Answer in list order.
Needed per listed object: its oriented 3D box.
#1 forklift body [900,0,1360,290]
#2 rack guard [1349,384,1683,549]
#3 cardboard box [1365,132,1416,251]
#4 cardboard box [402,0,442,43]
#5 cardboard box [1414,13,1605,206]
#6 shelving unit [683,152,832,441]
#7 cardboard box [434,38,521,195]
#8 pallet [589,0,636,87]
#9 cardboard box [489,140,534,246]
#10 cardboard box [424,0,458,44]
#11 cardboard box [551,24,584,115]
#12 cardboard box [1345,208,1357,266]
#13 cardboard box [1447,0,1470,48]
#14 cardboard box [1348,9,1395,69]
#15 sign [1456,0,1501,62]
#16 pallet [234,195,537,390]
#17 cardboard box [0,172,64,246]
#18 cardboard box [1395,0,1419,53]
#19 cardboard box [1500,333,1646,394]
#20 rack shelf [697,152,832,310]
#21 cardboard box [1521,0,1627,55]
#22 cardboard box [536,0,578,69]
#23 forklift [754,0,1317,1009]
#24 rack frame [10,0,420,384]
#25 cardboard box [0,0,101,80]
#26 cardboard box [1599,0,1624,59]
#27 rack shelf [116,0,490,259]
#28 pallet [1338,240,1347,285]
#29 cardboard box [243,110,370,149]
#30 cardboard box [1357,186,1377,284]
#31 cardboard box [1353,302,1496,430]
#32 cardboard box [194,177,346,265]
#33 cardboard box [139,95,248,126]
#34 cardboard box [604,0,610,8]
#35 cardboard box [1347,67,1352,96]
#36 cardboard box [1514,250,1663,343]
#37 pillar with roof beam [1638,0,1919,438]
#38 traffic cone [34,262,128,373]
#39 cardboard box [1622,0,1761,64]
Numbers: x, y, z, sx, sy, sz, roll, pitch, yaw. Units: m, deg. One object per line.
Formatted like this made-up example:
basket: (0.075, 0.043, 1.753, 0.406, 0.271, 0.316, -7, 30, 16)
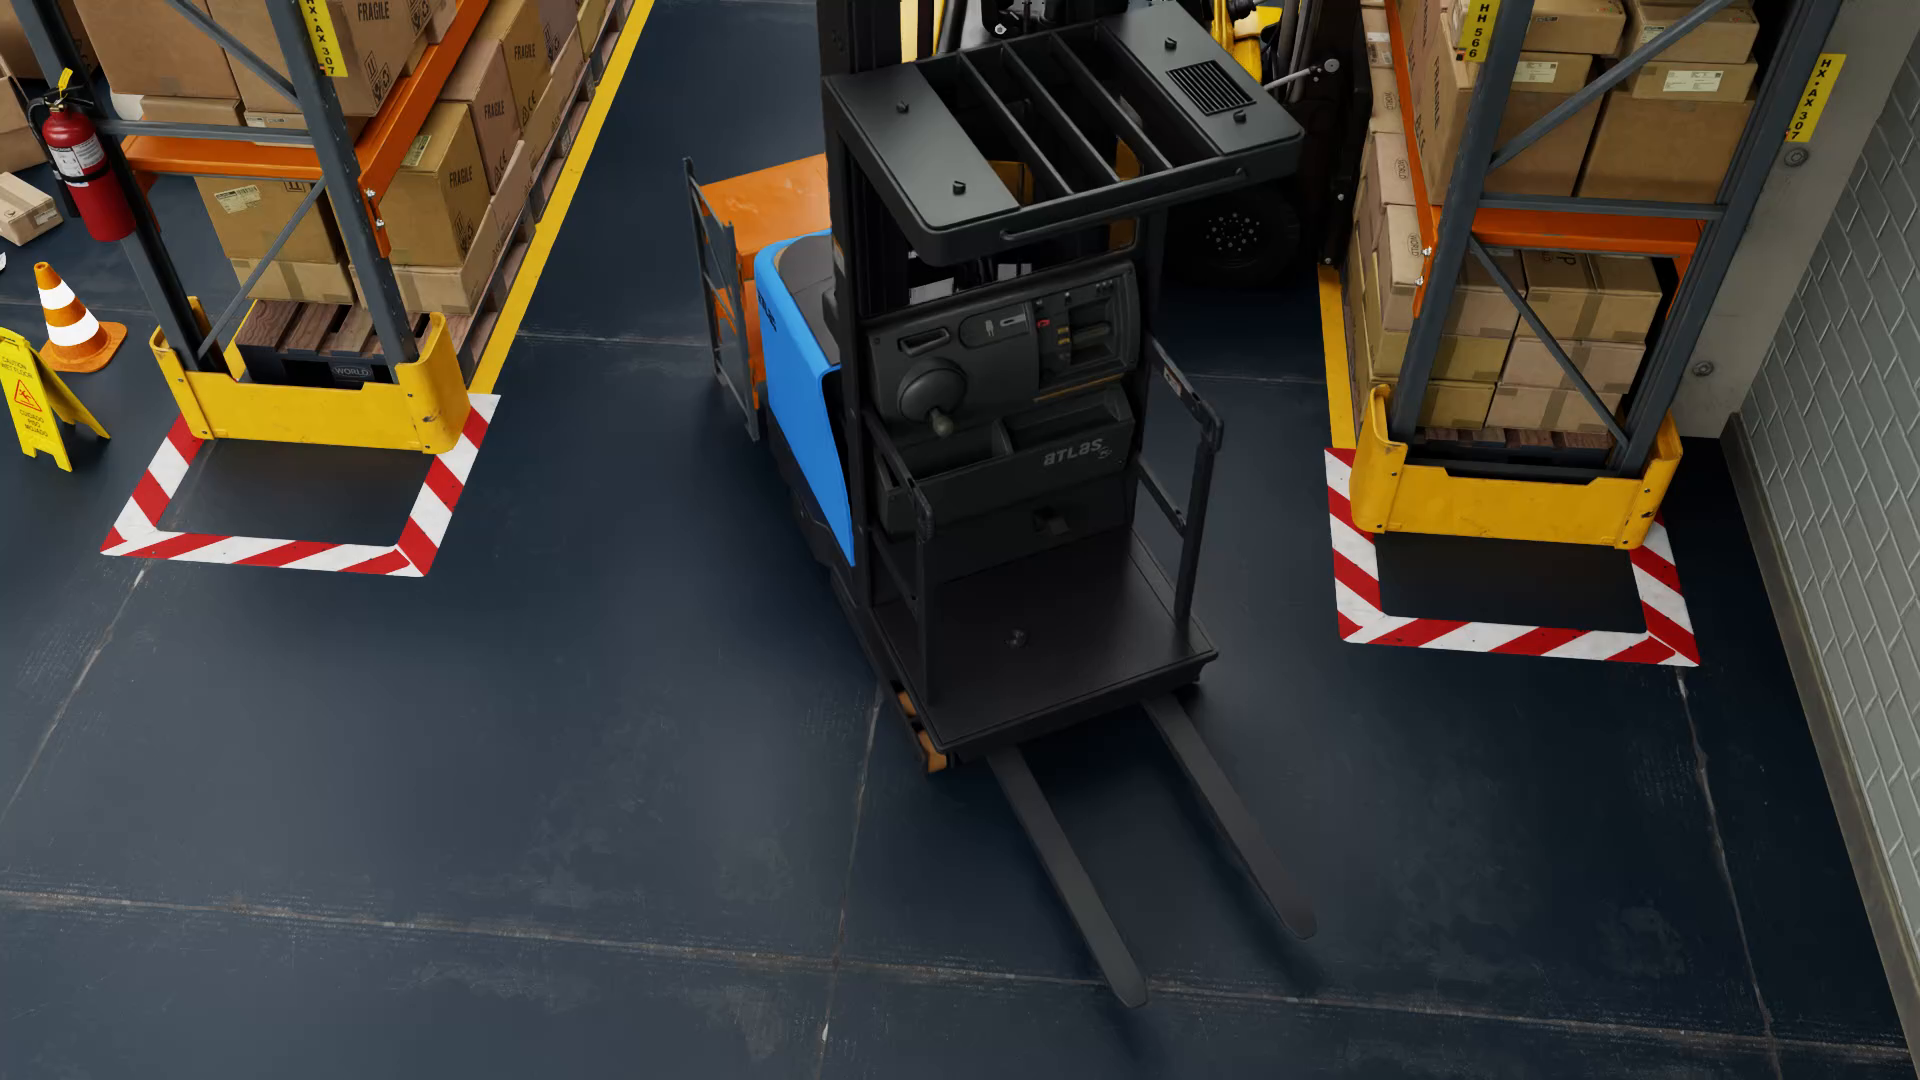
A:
forklift body: (0.561, -2.383, 7.472, 2.313, 2.155, 1.214, 4, 48, 4)
rack guard: (2.203, -0.292, 6.679, 1.175, 0.500, 0.348, 4, 48, 4)
cardboard box: (1.977, -1.440, 6.935, 0.500, 0.250, 0.500, 5, 48, 4)
cardboard box: (-2.375, -2.329, 6.578, 0.500, 0.500, 0.500, 5, 48, 5)
cardboard box: (1.989, -1.567, 6.082, 0.500, 0.500, 0.500, 3, 48, 3)
shelving unit: (-0.523, -1.137, 7.026, 1.048, 1.125, 0.538, -19, 50, -17)
cardboard box: (-2.344, -1.928, 7.551, 0.500, 0.500, 0.500, 2, 48, 2)
pallet: (-2.400, -2.987, 9.339, 1.003, 0.211, 1.213, 4, 48, 4)
cardboard box: (-2.335, -1.647, 7.803, 0.500, 0.250, 0.500, 5, 48, 5)
cardboard box: (-2.318, -2.195, 6.895, 0.380, 0.149, 0.250, 5, 48, 4)
cardboard box: (-2.249, -2.420, 8.509, 0.500, 0.250, 0.500, 5, 48, 4)
cardboard box: (2.043, -1.466, 7.637, 0.500, 0.250, 0.500, 4, 48, 4)
cardboard box: (1.951, -1.870, 5.920, 0.380, 0.149, 0.250, 5, 48, 4)
cardboard box: (2.067, -2.183, 7.615, 0.500, 0.250, 0.500, 3, 48, 3)
sign: (1.666, -1.671, 5.300, 0.100, 0.325, 0.005, 4, 48, 4)
pallet: (-2.622, -1.194, 7.699, 1.003, 0.211, 1.213, 4, 48, 4)
cardboard box: (-4.630, -1.621, 8.132, 0.380, 0.149, 0.250, 28, 53, 23)
cardboard box: (2.091, -2.324, 6.775, 0.500, 0.500, 0.500, 3, 48, 3)
cardboard box: (2.455, -0.868, 6.751, 0.500, 0.250, 0.500, 5, 48, 4)
rack shelf: (-0.523, -1.335, 6.811, 1.000, 0.278, 0.538, -19, 50, -17)
cardboard box: (2.028, -1.784, 5.640, 0.380, 0.149, 0.250, 4, 48, 4)
cardboard box: (-2.250, -2.689, 8.247, 0.500, 0.500, 0.500, 6, 48, 6)
forklift: (0.241, -0.517, 5.236, 1.130, 2.935, 3.031, -17, 50, -15)
rack frame: (-2.738, -1.485, 6.075, 1.000, 3.000, 0.127, 4, 48, 4)
cardboard box: (-5.022, -2.837, 8.912, 0.797, 0.637, 0.503, 4, 48, 4)
cardboard box: (2.454, -1.824, 5.878, 0.380, 0.149, 0.250, 4, 48, 4)
rack shelf: (-2.556, -2.712, 7.685, 1.077, 0.370, 4.000, 4, 48, 4)
pallet: (2.347, -1.671, 8.136, 1.003, 0.211, 1.213, 4, 48, 4)
cardboard box: (-2.501, -1.636, 6.383, 0.380, 0.149, 0.250, 4, 48, 4)
cardboard box: (1.995, -1.283, 7.130, 0.500, 0.250, 0.500, 3, 48, 3)
cardboard box: (1.933, -0.734, 6.967, 0.500, 0.250, 0.500, 4, 48, 4)
cardboard box: (-2.925, -1.558, 7.213, 0.500, 0.500, 0.500, 4, 48, 4)
cardboard box: (-2.917, -1.689, 6.432, 0.380, 0.149, 0.250, 5, 48, 5)
cardboard box: (-2.160, -3.185, 9.209, 0.500, 0.250, 0.500, 6, 48, 5)
cardboard box: (2.070, -2.031, 7.815, 0.500, 0.250, 0.500, 4, 48, 3)
cardboard box: (2.438, -1.045, 6.575, 0.500, 0.250, 0.500, 3, 48, 3)
pillar with roof beam: (-1.121, -3.919, 4.236, 9.100, 9.000, 0.400, 4, 48, 4)
traffic cone: (-3.984, -1.031, 7.380, 0.336, 0.463, 0.334, 4, 48, 4)
cardboard box: (2.449, -1.739, 5.599, 0.380, 0.149, 0.250, 3, 48, 3)
